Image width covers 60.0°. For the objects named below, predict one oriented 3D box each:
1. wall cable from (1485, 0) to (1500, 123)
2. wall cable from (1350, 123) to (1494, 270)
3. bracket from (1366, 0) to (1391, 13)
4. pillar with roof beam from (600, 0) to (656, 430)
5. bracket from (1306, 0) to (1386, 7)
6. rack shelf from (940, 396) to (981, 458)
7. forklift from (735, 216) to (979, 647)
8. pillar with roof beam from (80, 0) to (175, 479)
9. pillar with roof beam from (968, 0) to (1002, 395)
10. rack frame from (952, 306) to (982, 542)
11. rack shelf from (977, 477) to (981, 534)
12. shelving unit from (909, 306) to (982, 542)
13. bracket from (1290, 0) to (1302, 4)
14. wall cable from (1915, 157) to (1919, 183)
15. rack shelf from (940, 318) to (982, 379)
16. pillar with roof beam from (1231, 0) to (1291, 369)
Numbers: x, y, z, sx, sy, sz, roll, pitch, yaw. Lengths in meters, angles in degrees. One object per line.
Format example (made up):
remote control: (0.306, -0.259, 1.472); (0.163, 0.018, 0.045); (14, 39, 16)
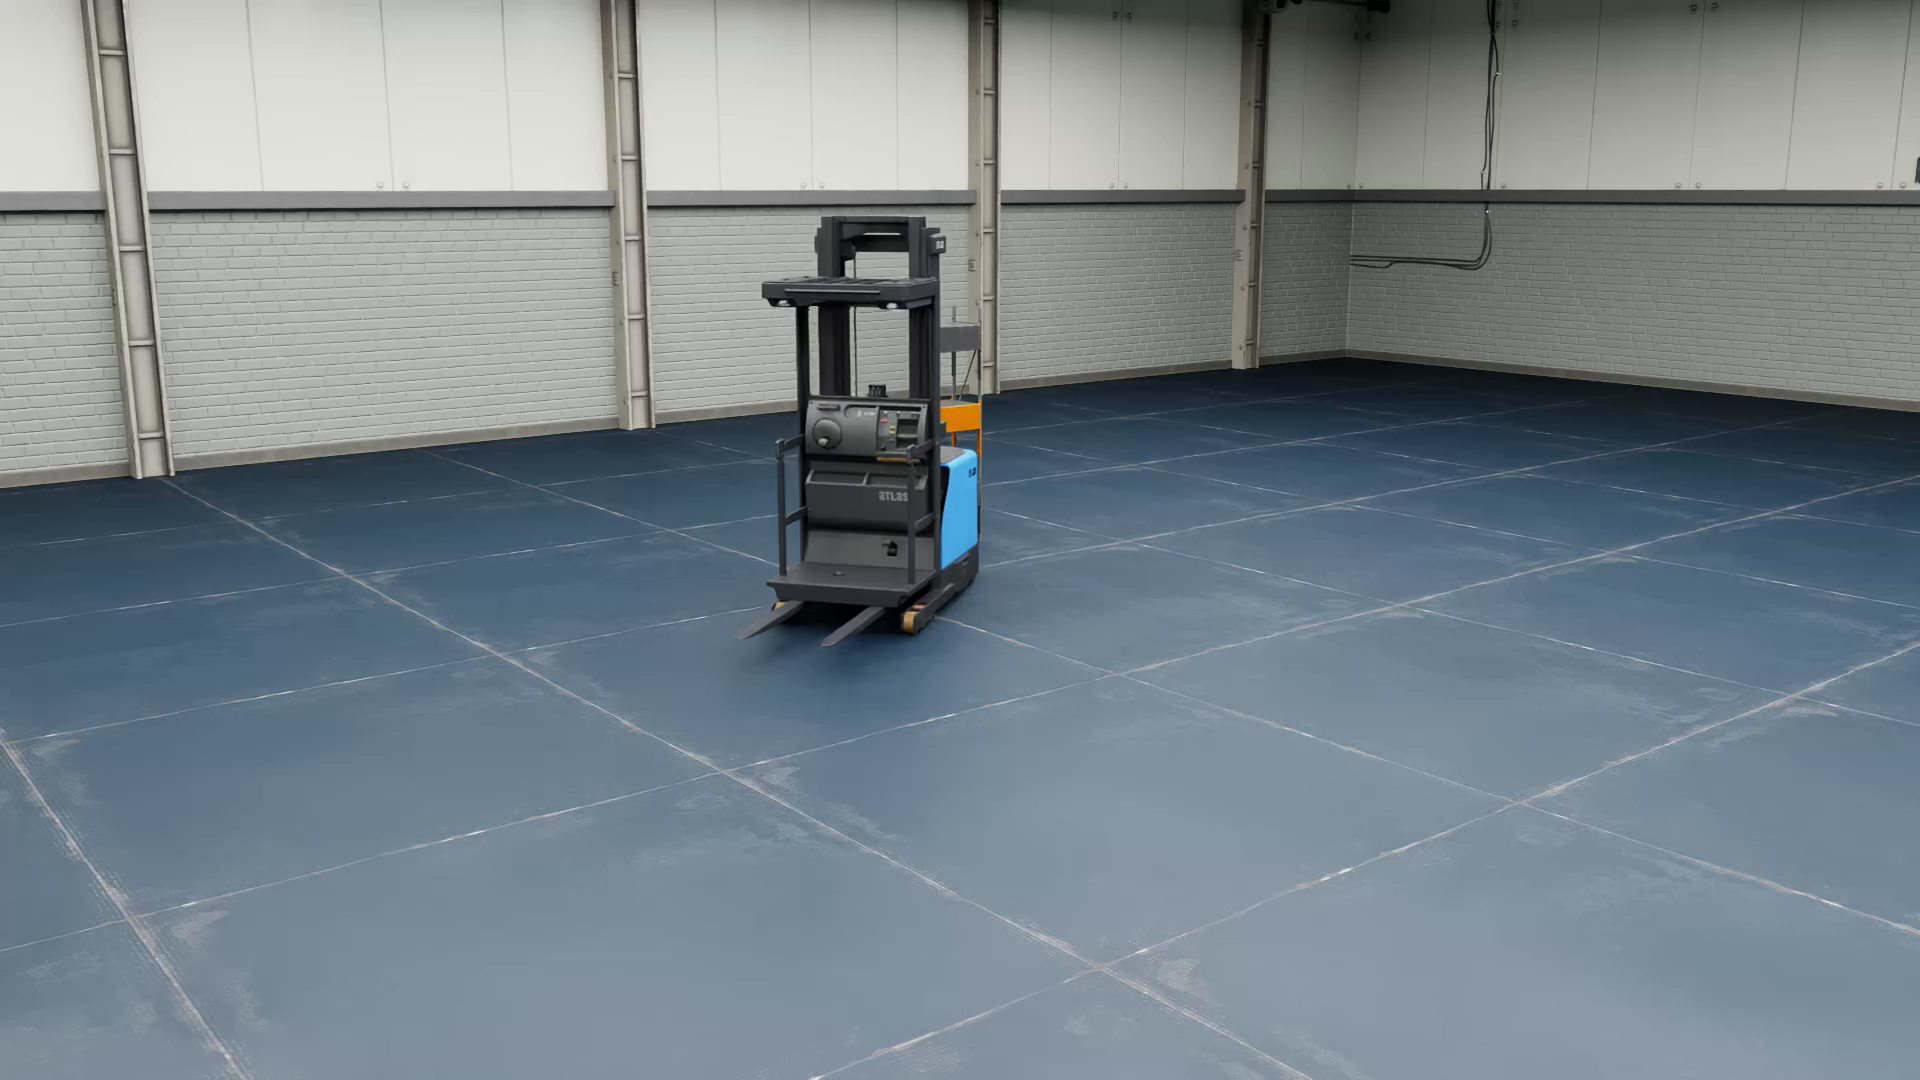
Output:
wall cable: (9.873, -8.141, 27.122); (0.112, 2.526, 3.097); (-9, 15, -38)
wall cable: (8.183, -6.110, 29.713); (0.112, 2.526, 3.097); (-9, 15, -38)
bracket: (7.453, -9.525, 29.657); (0.430, 0.232, 0.235); (-9, 15, -38)
pillar with roof beam: (-1.624, -5.206, 17.979); (0.400, 9.000, 9.100); (-9, 15, -38)
bracket: (6.992, -9.449, 29.296); (3.189, 0.066, 0.076); (-9, 15, -38)
rack shelf: (-0.129, -0.992, 14.812); (0.480, 0.518, 0.431); (-9, 15, -38)
forklift: (-0.748, -0.849, 12.070); (1.130, 2.935, 3.031); (3, 12, 16)
pillar with roof beam: (-6.309, -4.427, 14.312); (0.400, 9.000, 9.100); (-9, 15, -38)
pillar with roof beam: (3.061, -5.984, 21.645); (0.400, 9.000, 9.100); (-9, 15, -38)
rack frame: (0.061, -1.037, 14.959); (0.015, 2.100, 0.400); (-9, 15, -38)
rack shelf: (-0.129, -0.308, 14.958); (0.480, 0.518, 0.431); (-9, 15, -38)
shelving unit: (-0.129, -1.006, 14.810); (0.503, 2.100, 0.431); (-9, 15, -38)
bracket: (5.603, -9.218, 28.209); (0.430, 0.232, 0.235); (-9, 15, -38)
wall cable: (14.102, -7.750, 21.776); (0.169, 6.003, 2.305); (-9, 15, -38)
rack shelf: (-0.129, -1.677, 14.667); (0.480, 0.518, 0.431); (-9, 15, -38)
pillar with roof beam: (7.746, -6.763, 25.312); (0.548, 9.000, 9.100); (-9, 15, -38)
